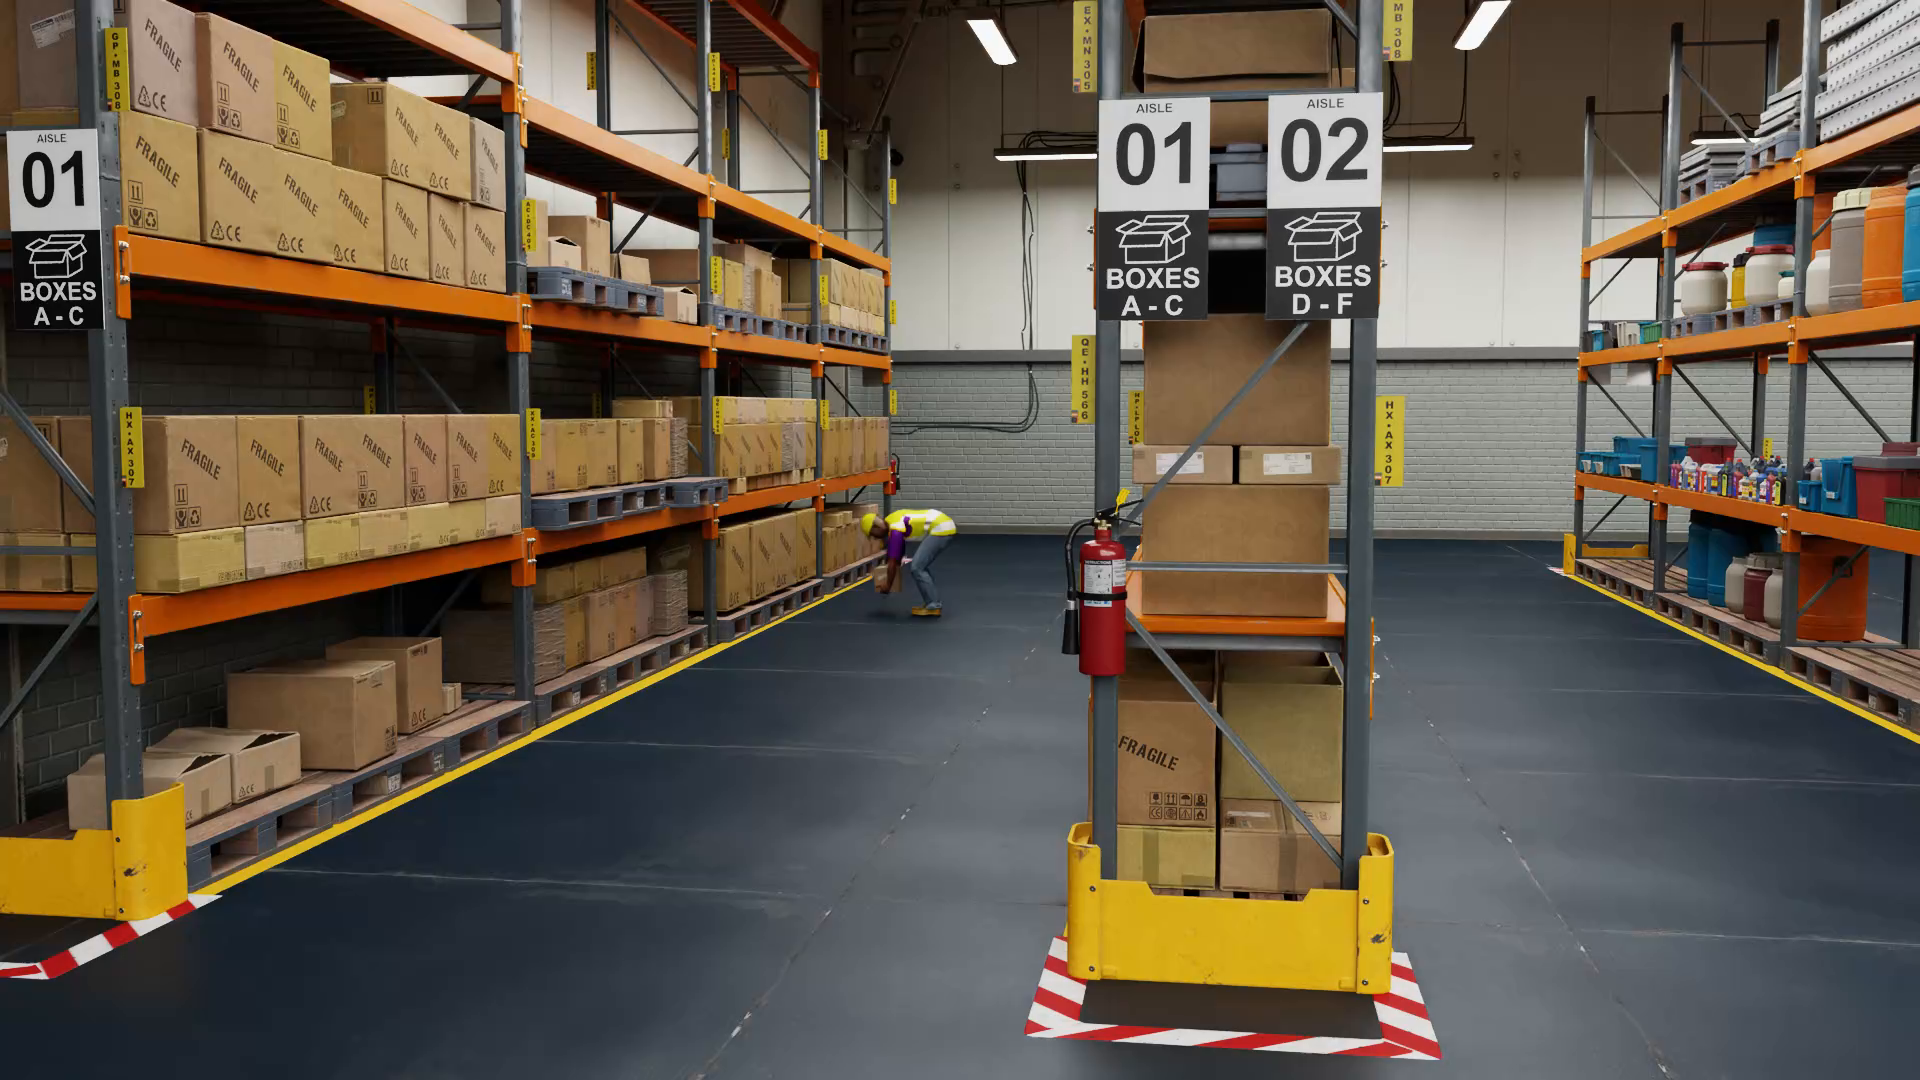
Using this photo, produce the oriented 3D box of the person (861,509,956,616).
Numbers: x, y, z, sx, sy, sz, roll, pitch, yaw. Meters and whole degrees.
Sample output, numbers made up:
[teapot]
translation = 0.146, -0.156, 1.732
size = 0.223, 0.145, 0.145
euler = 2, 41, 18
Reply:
[person]
translation = -0.530, 0.225, 17.032
size = 0.982, 1.075, 0.479
euler = 0, 4, 6
